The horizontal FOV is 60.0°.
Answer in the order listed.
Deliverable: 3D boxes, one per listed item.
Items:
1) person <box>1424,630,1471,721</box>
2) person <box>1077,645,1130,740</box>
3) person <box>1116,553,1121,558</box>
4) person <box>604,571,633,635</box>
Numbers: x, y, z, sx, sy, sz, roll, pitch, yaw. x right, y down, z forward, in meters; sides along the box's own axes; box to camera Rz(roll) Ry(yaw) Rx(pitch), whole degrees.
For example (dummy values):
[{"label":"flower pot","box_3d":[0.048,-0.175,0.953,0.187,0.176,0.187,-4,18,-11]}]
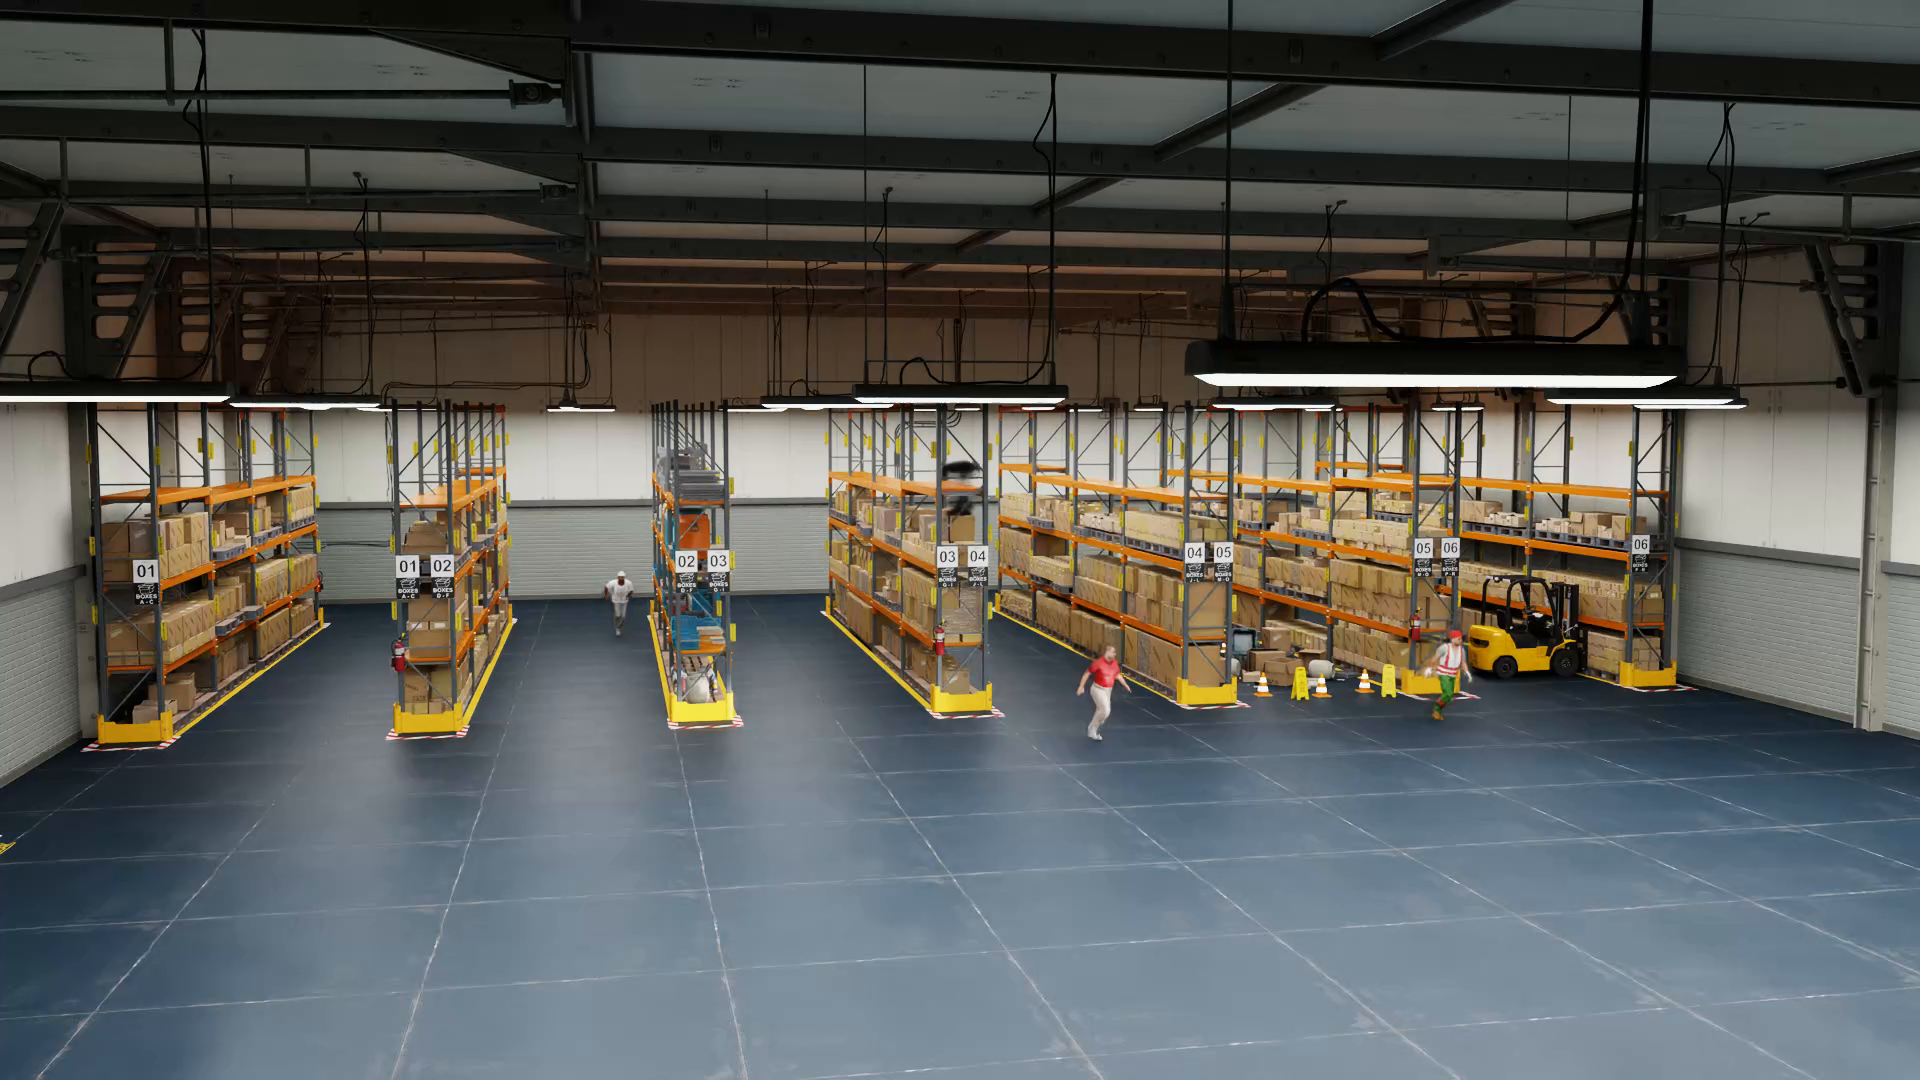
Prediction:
[{"label":"person","box_3d":[9.093,2.521,30.894,0.610,1.723,0.753,-2,5,-28]},{"label":"person","box_3d":[2.550,2.684,29.164,0.808,1.691,0.628,4,6,44]},{"label":"person","box_3d":[5.171,0.867,52.890,0.809,1.829,0.643,-2,5,-29]},{"label":"person","box_3d":[-8.819,1.639,43.129,0.693,1.682,0.712,-2,5,-25]}]
